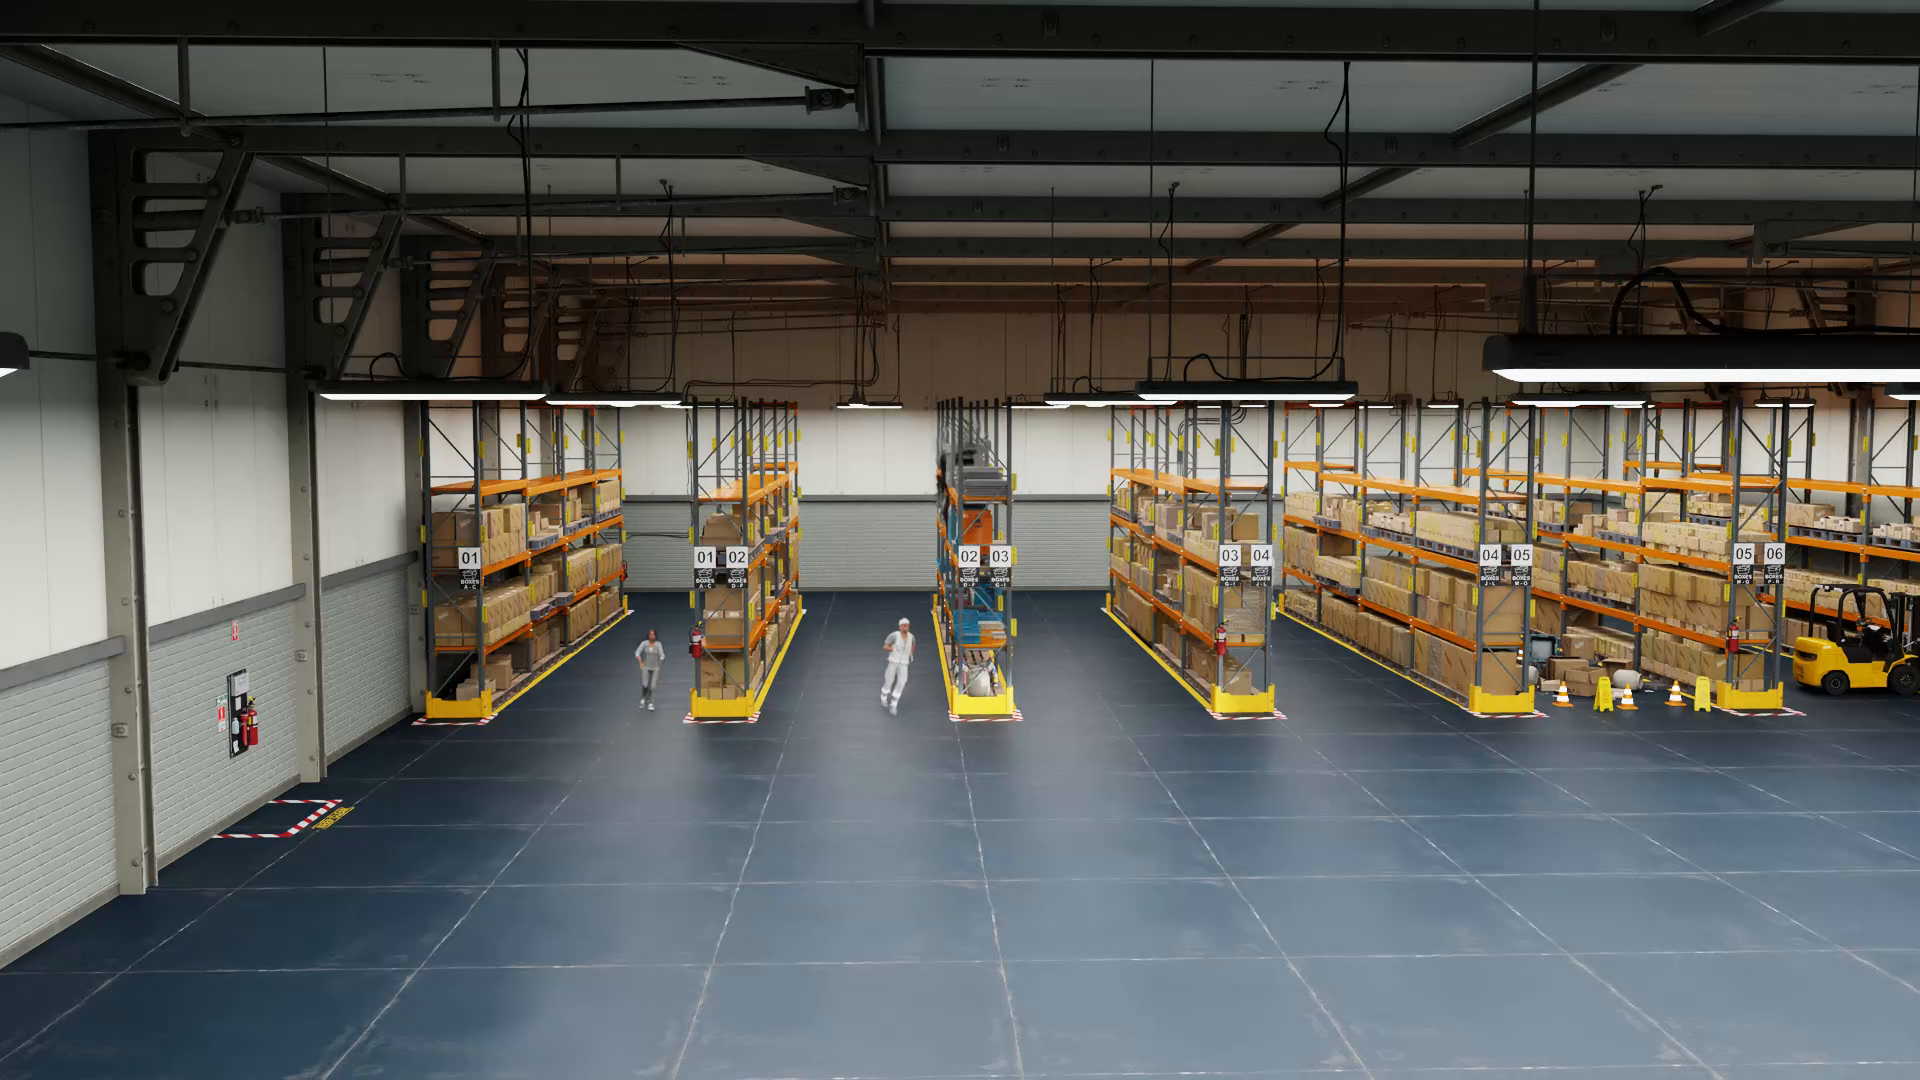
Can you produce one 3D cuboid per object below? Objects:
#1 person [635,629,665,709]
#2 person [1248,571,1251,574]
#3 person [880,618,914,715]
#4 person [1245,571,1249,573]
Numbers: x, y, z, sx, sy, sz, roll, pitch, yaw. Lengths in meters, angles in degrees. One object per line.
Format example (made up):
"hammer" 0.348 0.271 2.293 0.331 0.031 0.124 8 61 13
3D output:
"person" -5.915 2.483 31.796 0.544 1.558 0.575 -1 5 -15
"person" 8.091 1.380 44.880 0.616 1.851 0.779 0 4 5
"person" -1.149 2.384 31.788 0.668 1.791 0.851 -1 5 -15
"person" 7.997 1.168 48.099 0.785 1.675 0.627 3 5 34
